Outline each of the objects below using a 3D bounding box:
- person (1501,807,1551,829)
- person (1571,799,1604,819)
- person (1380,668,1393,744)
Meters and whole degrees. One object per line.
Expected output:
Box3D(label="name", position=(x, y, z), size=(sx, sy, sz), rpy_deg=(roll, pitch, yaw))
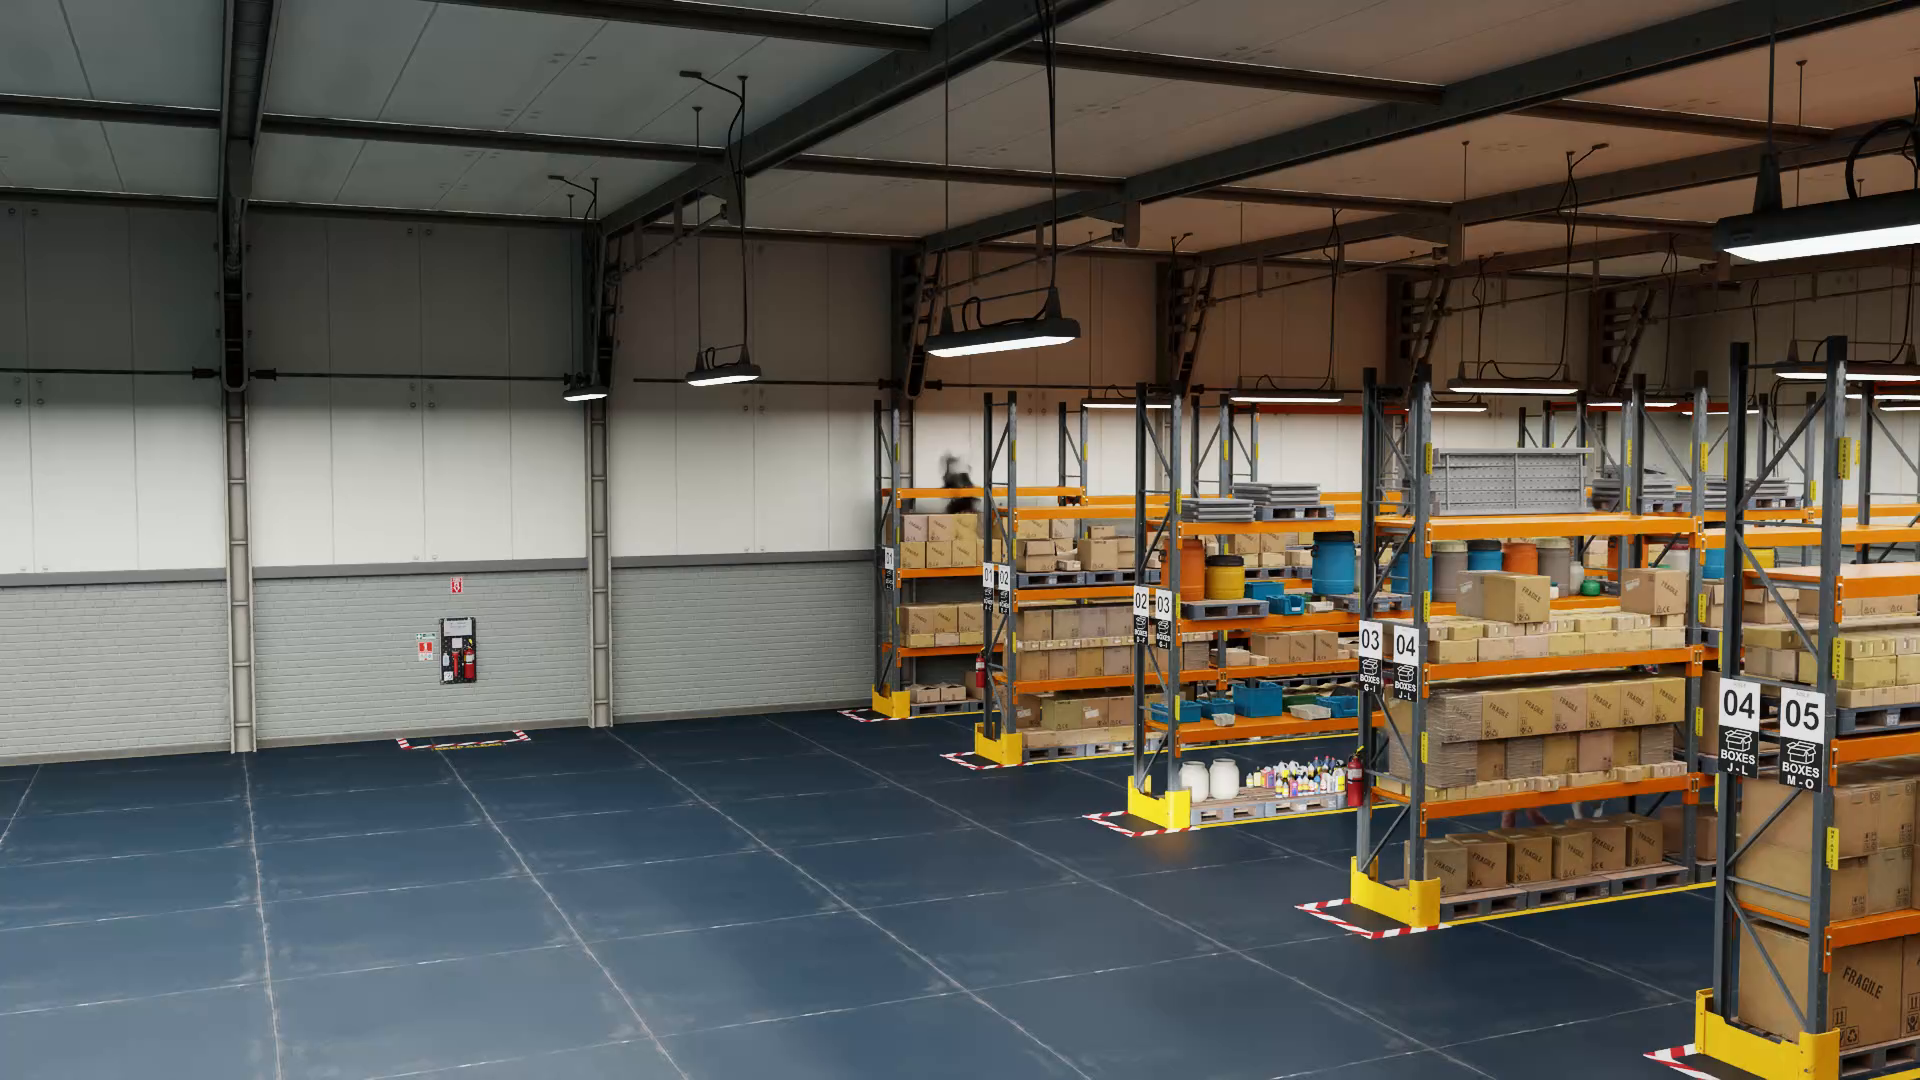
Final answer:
Box3D(label="person", position=(7.076, 3.090, 20.842), size=(0.969, 1.655, 0.574), rpy_deg=(-2, 4, -29))
Box3D(label="person", position=(8.427, 3.044, 22.446), size=(0.591, 1.619, 0.561), rpy_deg=(-2, 4, -35))
Box3D(label="person", position=(6.746, 2.769, 26.622), size=(0.855, 1.669, 0.624), rpy_deg=(-2, 4, -26))
